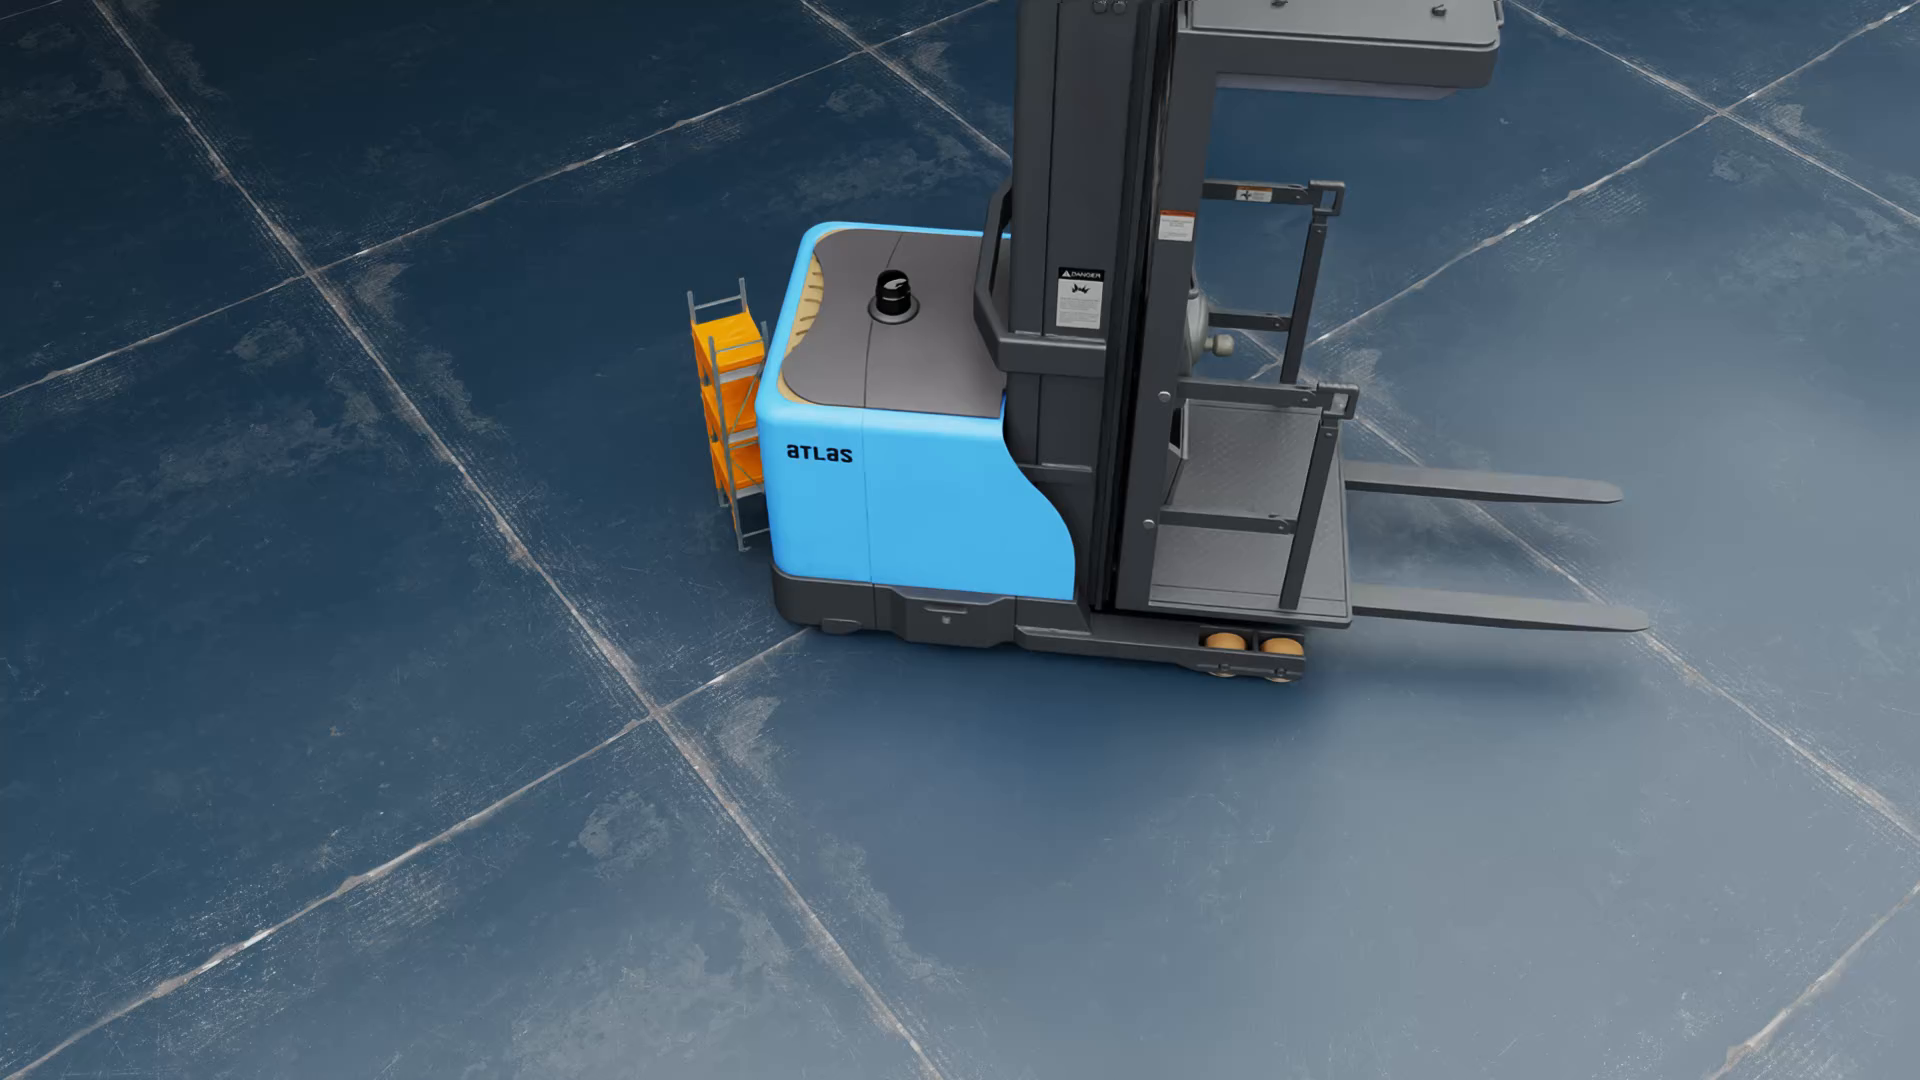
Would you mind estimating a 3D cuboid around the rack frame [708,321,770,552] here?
[{"bbox_3d":[-0.732,-0.339,5.849,0.200,1.050,0.008,-17,50,-15],"label":"rack frame"}]

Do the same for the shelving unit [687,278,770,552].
[{"bbox_3d":[-0.779,-0.423,5.925,0.215,1.050,0.252,-17,50,-15],"label":"shelving unit"}]

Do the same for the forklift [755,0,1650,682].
[{"bbox_3d":[0.891,-0.909,5.095,3.031,2.935,1.130,5,48,4],"label":"forklift"}]

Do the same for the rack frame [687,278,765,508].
[{"bbox_3d":[-0.825,-0.506,6.000,0.200,1.050,0.008,-17,50,-15],"label":"rack frame"}]

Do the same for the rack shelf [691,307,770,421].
[{"bbox_3d":[-0.779,-0.606,5.722,0.215,0.259,0.240,-17,50,-15],"label":"rack shelf"}]

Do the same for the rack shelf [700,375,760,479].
[{"bbox_3d":[-0.779,-0.416,5.933,0.215,0.259,0.240,-17,50,-15],"label":"rack shelf"}]

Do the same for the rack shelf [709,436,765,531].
[{"bbox_3d":[-0.779,-0.229,6.139,0.215,0.259,0.240,-17,50,-15],"label":"rack shelf"}]
